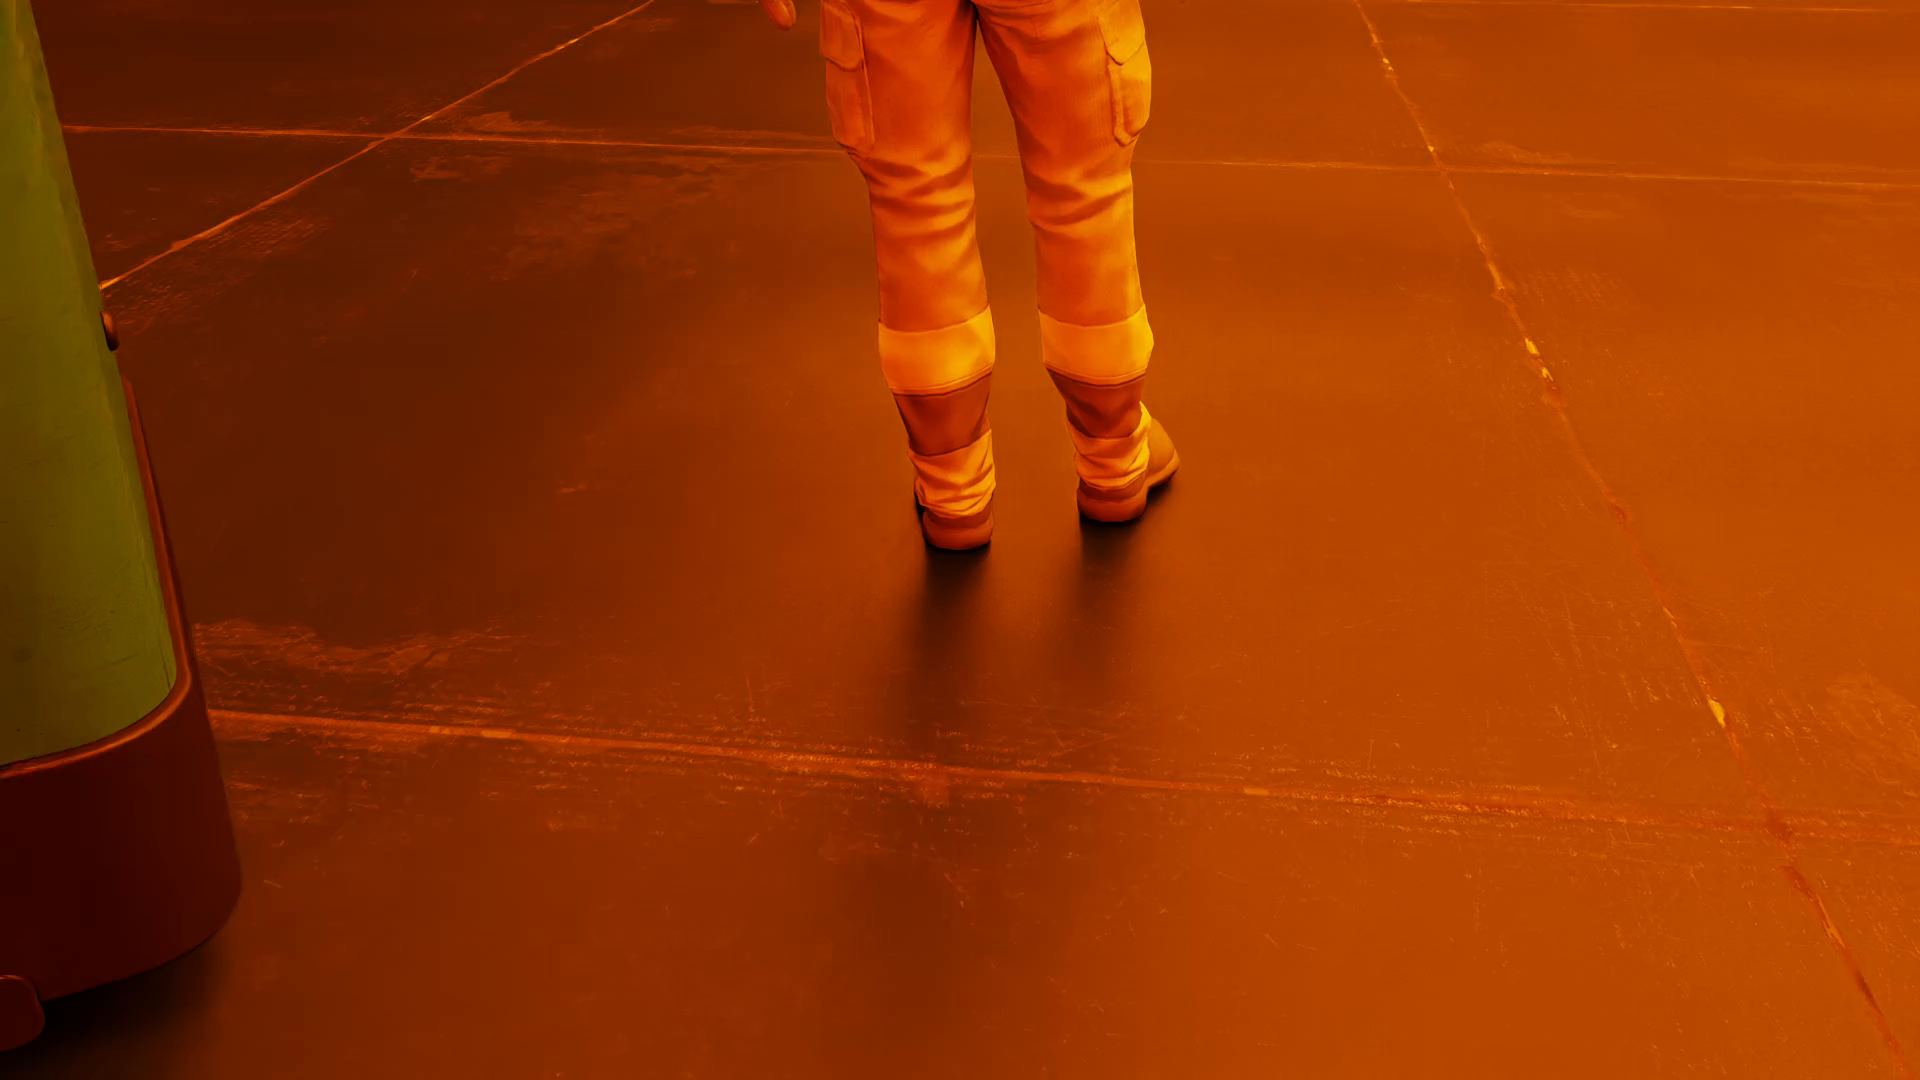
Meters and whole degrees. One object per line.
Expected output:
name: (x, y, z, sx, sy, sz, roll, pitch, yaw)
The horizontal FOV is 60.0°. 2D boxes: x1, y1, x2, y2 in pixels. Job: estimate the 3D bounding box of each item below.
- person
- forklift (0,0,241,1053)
person: (0.023, -0.842, 2.167, 0.638, 1.788, 0.563, 3, 27, 7)
forklift: (-2.255, -0.762, 0.745, 3.031, 2.935, 1.130, -13, 29, -24)
